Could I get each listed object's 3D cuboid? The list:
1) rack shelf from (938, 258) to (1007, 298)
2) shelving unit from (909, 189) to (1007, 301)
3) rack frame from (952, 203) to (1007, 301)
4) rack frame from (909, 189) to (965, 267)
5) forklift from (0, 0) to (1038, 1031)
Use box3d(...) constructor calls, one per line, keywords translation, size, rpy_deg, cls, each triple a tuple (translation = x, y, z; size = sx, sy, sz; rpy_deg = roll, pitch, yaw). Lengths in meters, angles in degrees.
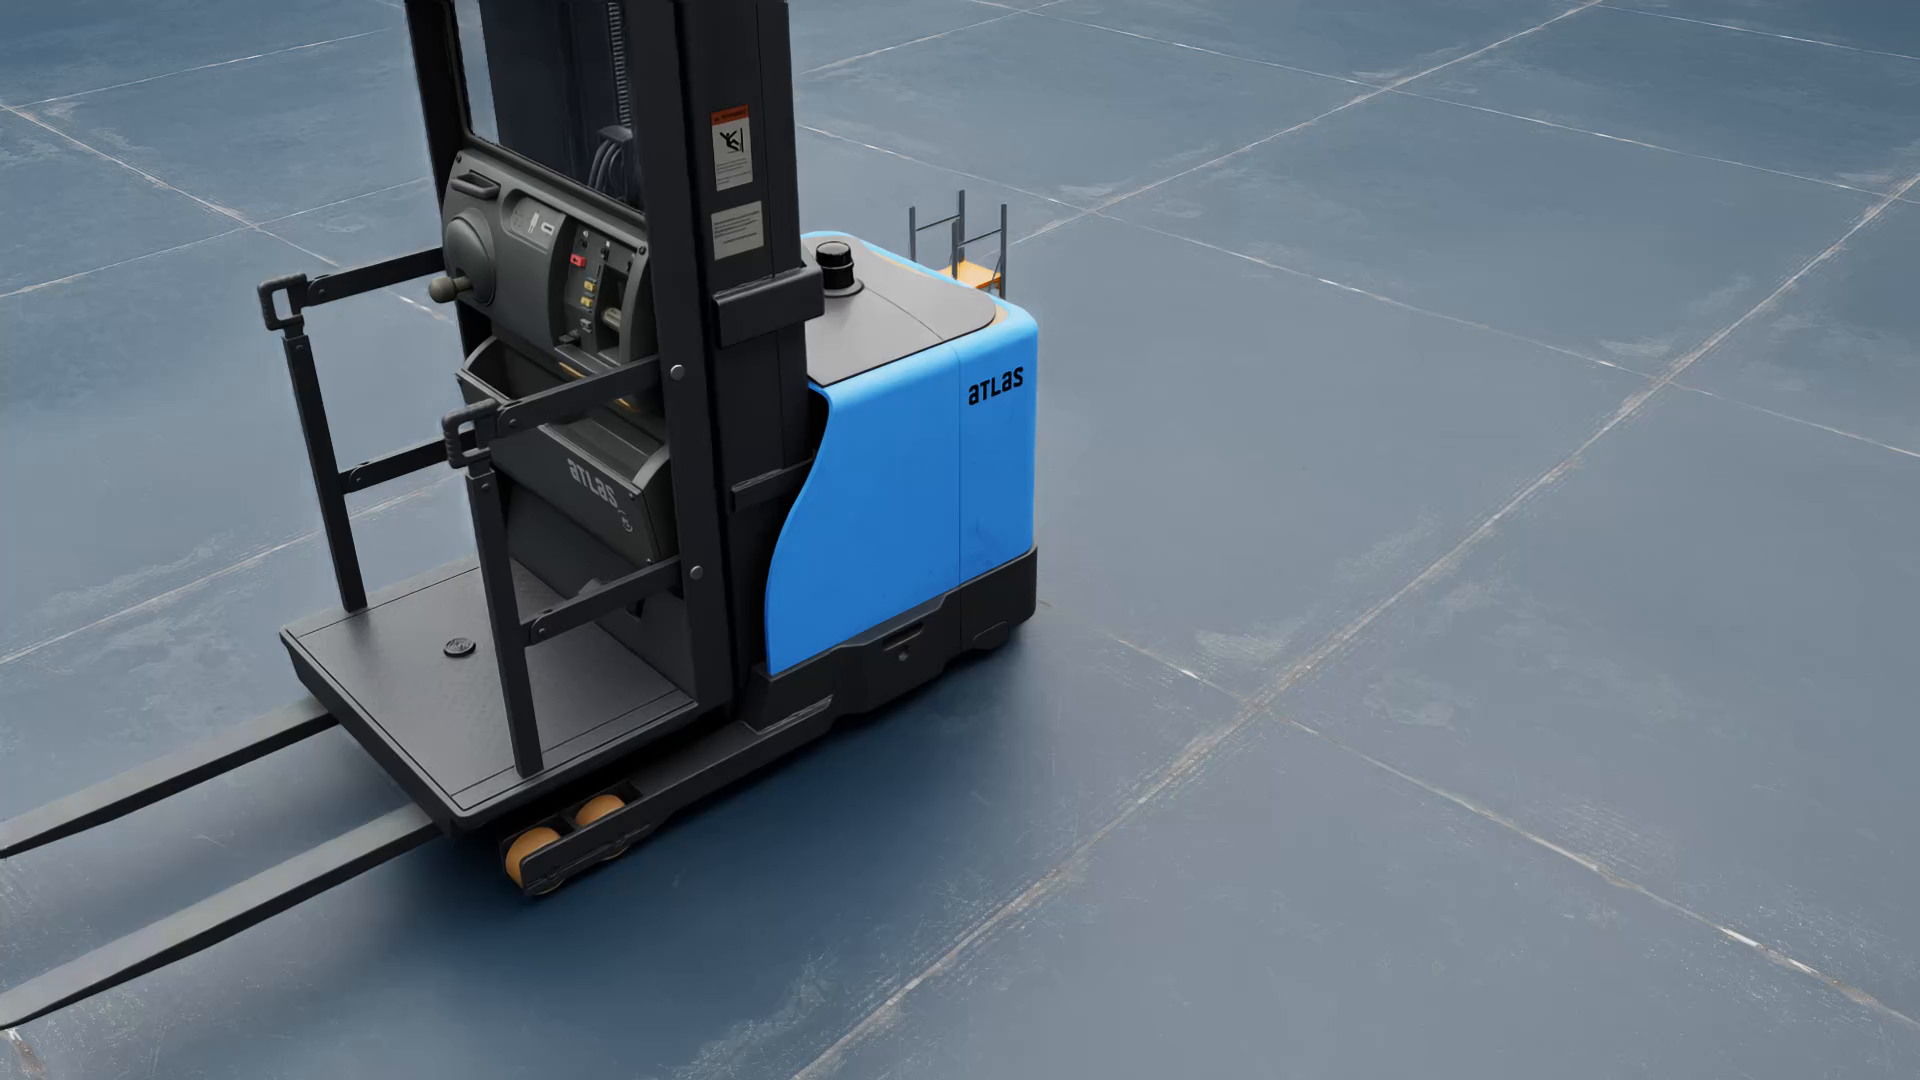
box3d(translation=(-0.005, -0.792, 5.290), size=(0.180, 0.103, 0.258), rpy_deg=(27, 40, 37), cls="rack shelf")
box3d(translation=(-0.006, -0.521, 5.453), size=(0.189, 1.200, 0.258), rpy_deg=(27, 40, 37), cls="shelving unit")
box3d(translation=(0.060, -0.488, 5.398), size=(0.006, 1.200, 0.240), rpy_deg=(27, 40, 37), cls="rack frame")
box3d(translation=(-0.071, -0.554, 5.507), size=(0.006, 1.200, 0.240), rpy_deg=(27, 40, 37), cls="rack frame")
box3d(translation=(-1.194, -0.657, 4.000), size=(3.031, 2.935, 1.130), rpy_deg=(-25, 39, -35), cls="forklift")
